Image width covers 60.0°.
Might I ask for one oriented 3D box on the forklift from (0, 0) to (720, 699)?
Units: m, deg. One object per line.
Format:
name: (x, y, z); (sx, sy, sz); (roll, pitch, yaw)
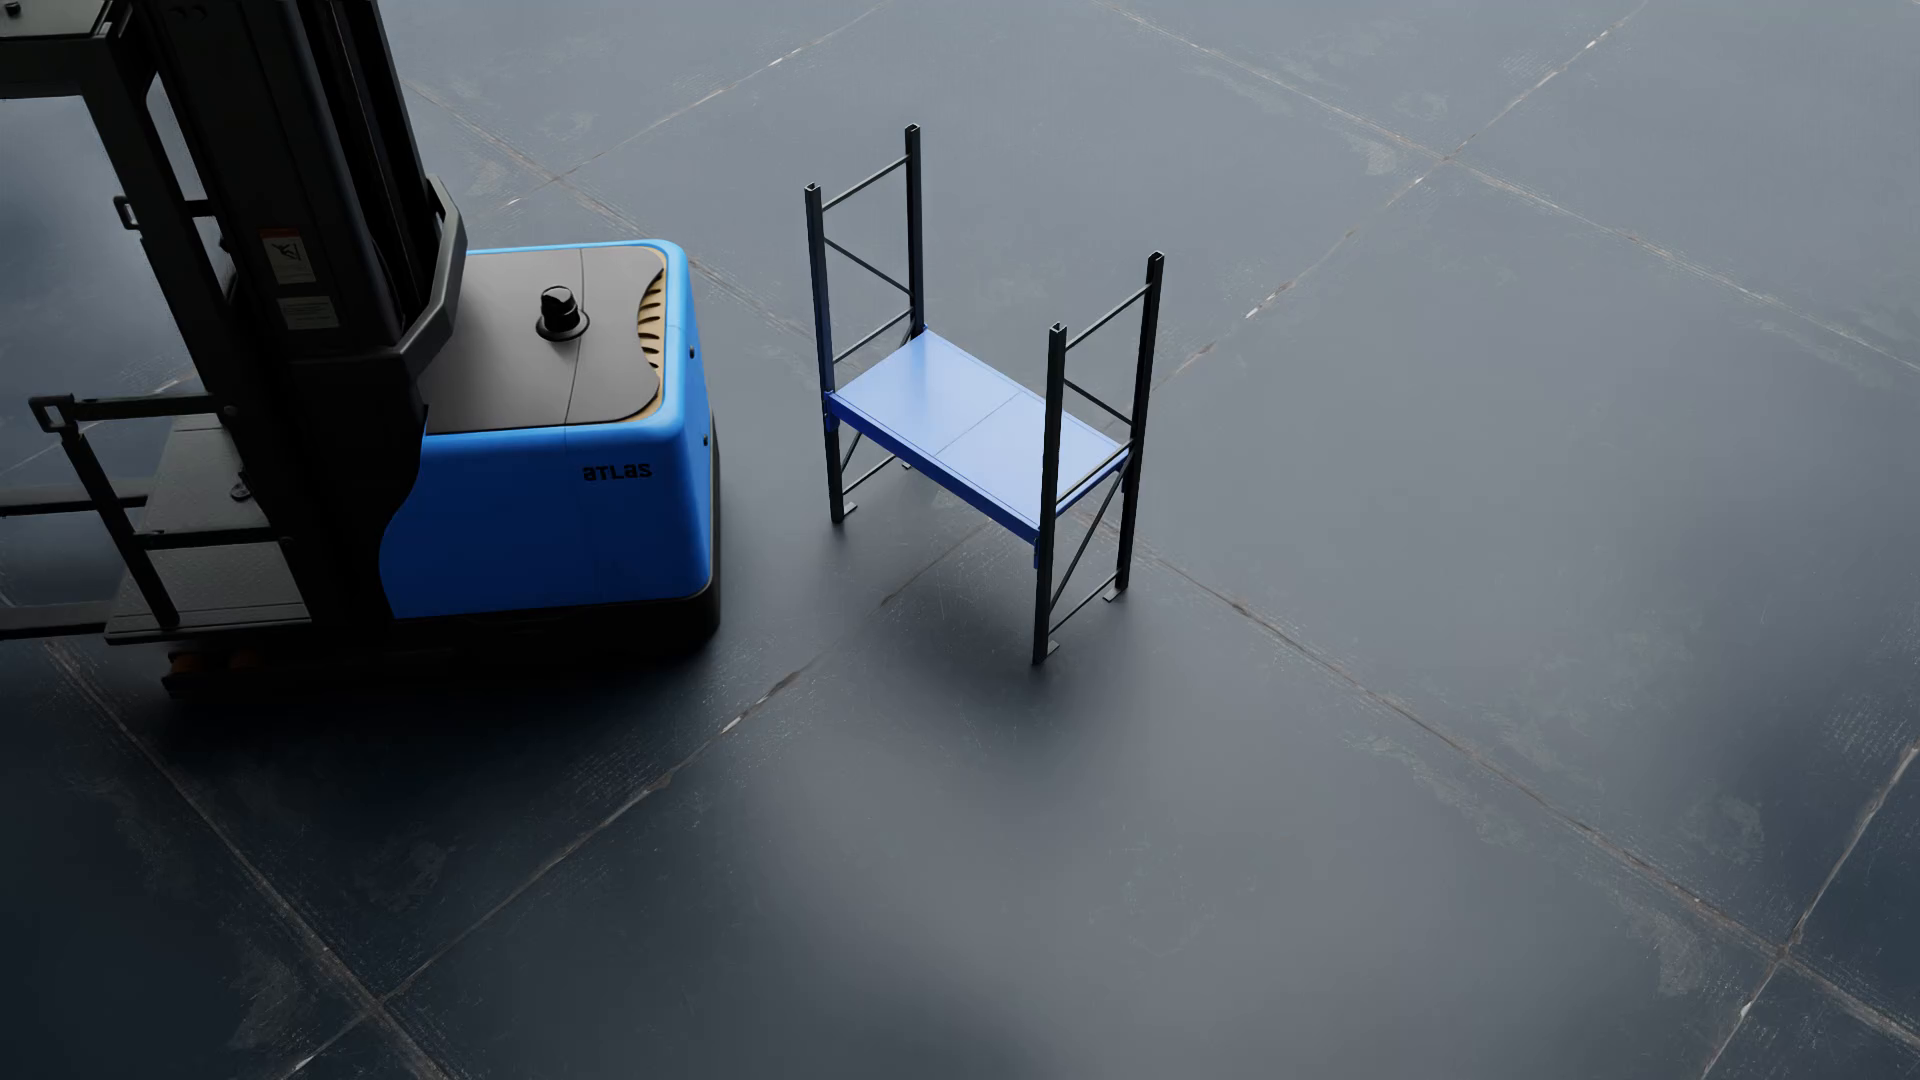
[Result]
forklift: (-2.398, -0.862, 5.049); (3.031, 2.935, 1.130); (-4, 47, -4)

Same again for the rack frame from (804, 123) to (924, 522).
rack frame: (-0.311, -0.723, 5.900); (0.032, 1.500, 0.500); (34, 55, 28)

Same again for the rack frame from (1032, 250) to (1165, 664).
rack frame: (0.436, -0.220, 5.428); (0.032, 1.500, 0.500); (34, 55, 28)

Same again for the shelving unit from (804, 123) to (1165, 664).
shelving unit: (0.063, -0.471, 5.664); (1.048, 1.500, 0.538); (34, 55, 28)

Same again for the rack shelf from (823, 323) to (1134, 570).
rack shelf: (0.063, -0.348, 5.795); (1.000, 0.185, 0.538); (34, 55, 28)
